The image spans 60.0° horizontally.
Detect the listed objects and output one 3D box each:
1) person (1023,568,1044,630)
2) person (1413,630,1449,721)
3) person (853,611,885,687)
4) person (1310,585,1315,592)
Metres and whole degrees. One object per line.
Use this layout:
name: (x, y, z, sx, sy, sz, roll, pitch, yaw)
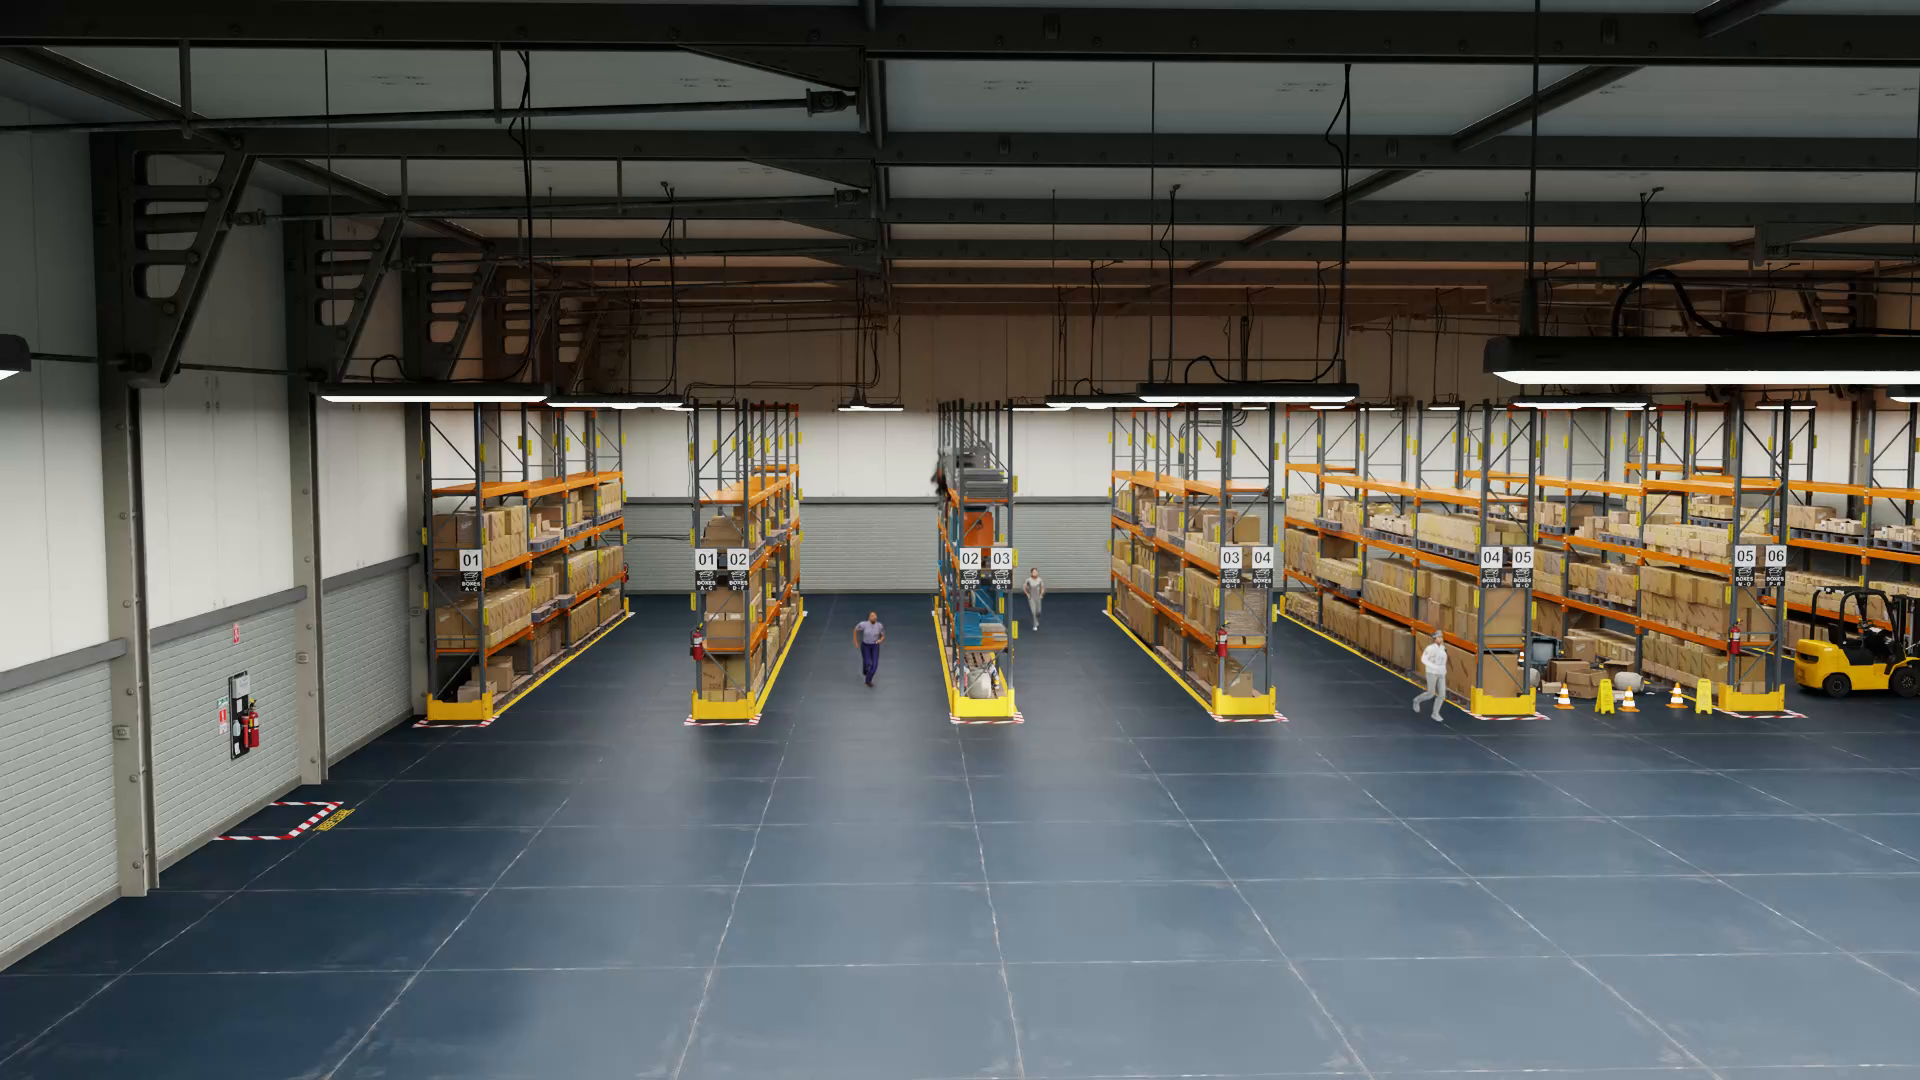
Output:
person: (1.951, 1.558, 44.172, 0.582, 1.641, 0.579, -1, 4, -9)
person: (8.918, 2.524, 31.316, 0.638, 1.682, 0.734, -2, 5, -27)
person: (-1.886, 2.297, 34.934, 0.645, 1.585, 0.623, -1, 4, -15)
person: (10.446, 1.203, 48.757, 0.759, 1.687, 0.645, 3, 5, 38)
